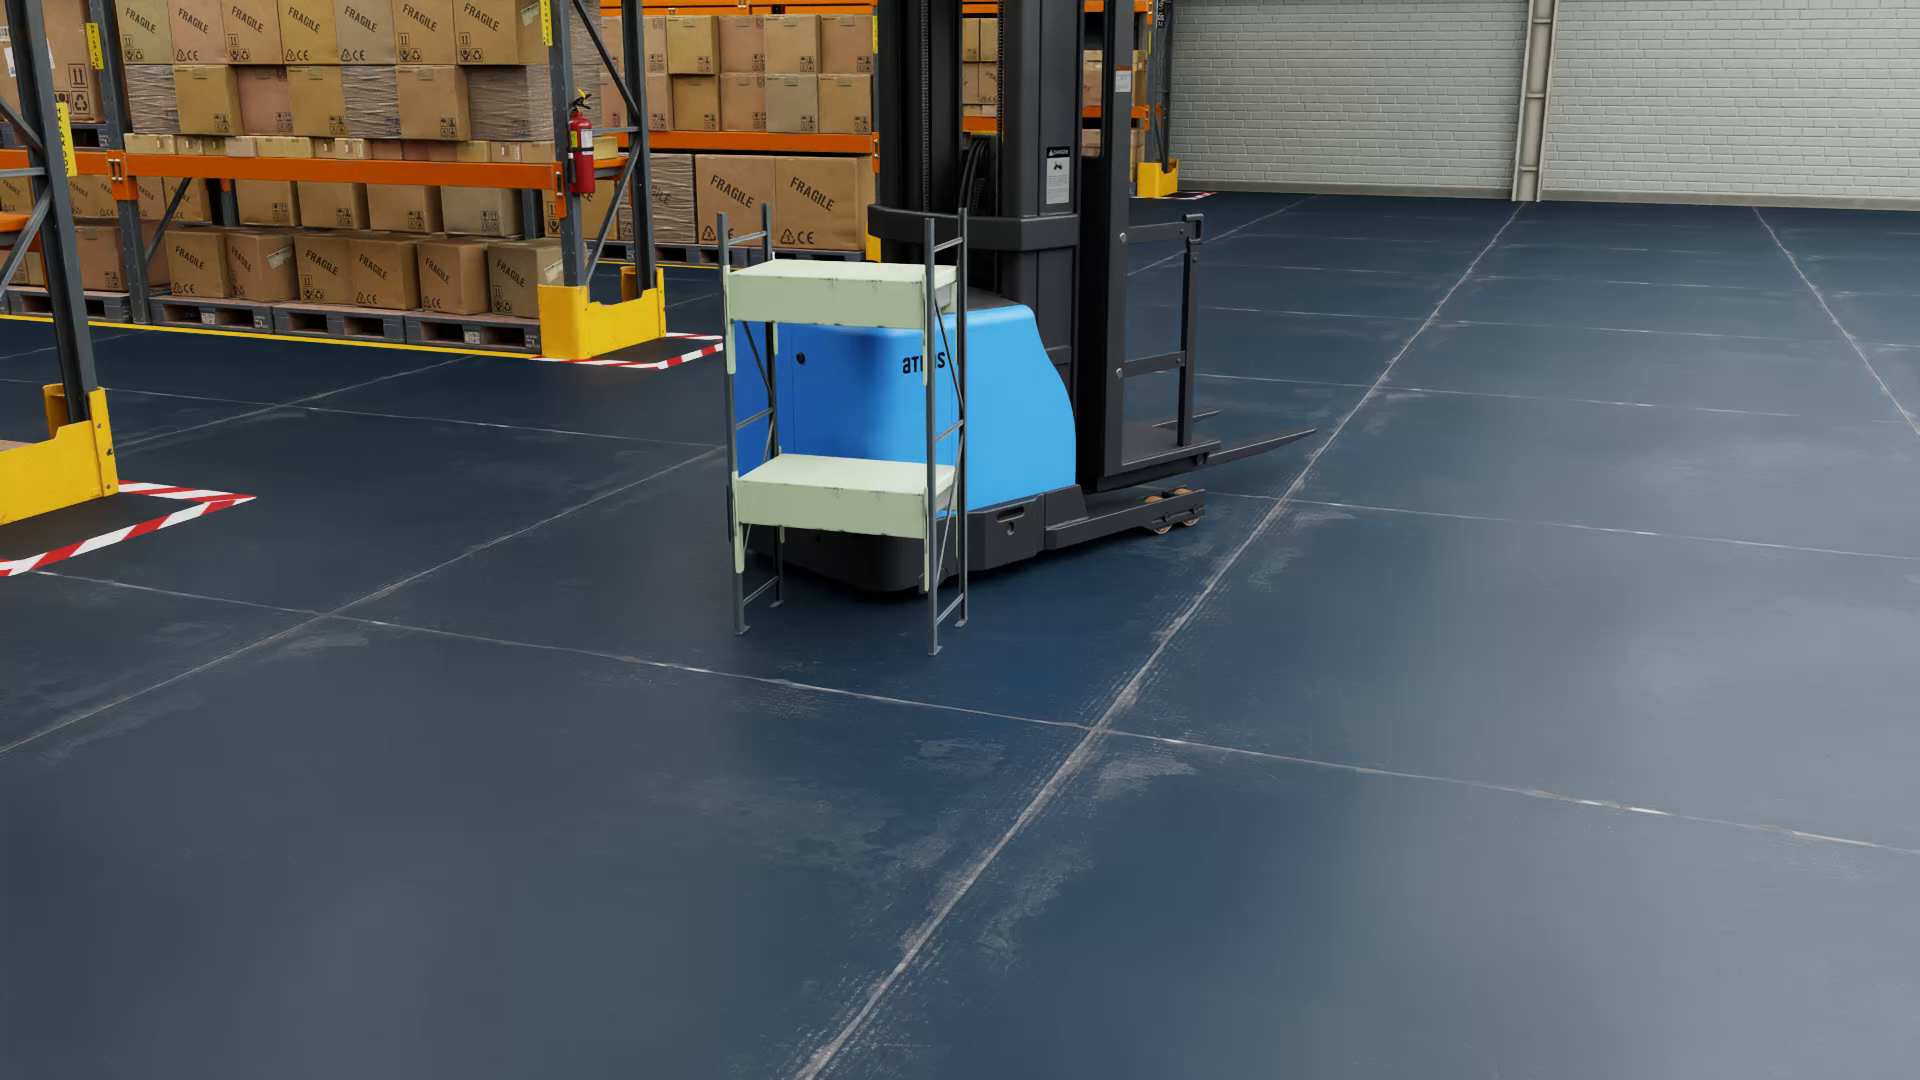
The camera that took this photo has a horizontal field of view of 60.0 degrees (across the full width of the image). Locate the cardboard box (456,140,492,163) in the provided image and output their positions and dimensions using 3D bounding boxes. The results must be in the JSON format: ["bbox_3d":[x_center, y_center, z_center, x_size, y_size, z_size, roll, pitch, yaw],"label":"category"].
[{"bbox_3d":[-3.304,-2.726,11.634,0.250,0.149,0.380,6,17,21],"label":"cardboard box"}]

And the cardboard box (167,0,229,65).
[{"bbox_3d":[-5.410,-3.751,12.207,0.500,0.500,0.500,6,17,21],"label":"cardboard box"}]

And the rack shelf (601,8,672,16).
[{"bbox_3d":[-6.328,-8.809,28.047,4.000,0.370,1.077,6,17,21],"label":"rack shelf"}]

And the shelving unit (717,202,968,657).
[{"bbox_3d":[-0.393,-0.399,5.850,0.755,1.500,0.431,5,17,16],"label":"shelving unit"}]

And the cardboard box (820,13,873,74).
[{"bbox_3d":[-0.897,-4.748,15.942,0.550,0.550,0.875,6,17,21],"label":"cardboard box"}]

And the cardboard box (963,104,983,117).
[{"bbox_3d":[0.223,-5.294,20.481,0.250,0.149,0.380,6,17,20],"label":"cardboard box"}]

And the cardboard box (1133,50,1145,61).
[{"bbox_3d":[2.564,-7.175,24.634,0.250,0.149,0.380,6,17,21],"label":"cardboard box"}]

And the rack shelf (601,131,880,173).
[{"bbox_3d":[-2.426,-3.968,16.753,4.000,0.370,1.077,6,17,21],"label":"rack shelf"}]

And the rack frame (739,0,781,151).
[{"bbox_3d":[-2.565,-5.813,21.815,0.127,3.000,1.000,6,17,21],"label":"rack frame"}]

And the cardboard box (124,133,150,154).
[{"bbox_3d":[-6.111,-3.022,12.653,0.250,0.149,0.380,6,17,21],"label":"cardboard box"}]

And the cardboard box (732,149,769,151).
[{"bbox_3d":[-3.282,-6.439,27.478,0.625,0.625,0.875,7,18,22],"label":"cardboard box"}]

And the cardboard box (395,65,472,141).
[{"bbox_3d":[-3.491,-3.107,11.784,0.500,0.500,0.875,6,17,21],"label":"cardboard box"}]

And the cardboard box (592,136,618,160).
[{"bbox_3d":[-2.657,-2.803,11.901,0.250,0.149,0.380,6,17,21],"label":"cardboard box"}]

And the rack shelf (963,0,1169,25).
[{"bbox_3d":[1.114,-7.991,25.228,4.000,0.370,1.077,6,17,21],"label":"rack shelf"}]

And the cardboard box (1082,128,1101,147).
[{"bbox_3d":[1.954,-6.069,25.085,0.500,0.250,0.500,7,17,22],"label":"cardboard box"}]

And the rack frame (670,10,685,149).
[{"bbox_3d":[-4.468,-7.509,27.660,0.127,3.000,1.000,6,17,21],"label":"rack frame"}]

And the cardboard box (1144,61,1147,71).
[{"bbox_3d":[2.754,-7.153,25.088,0.250,0.149,0.380,6,17,19],"label":"cardboard box"}]

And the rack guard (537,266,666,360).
[{"bbox_3d":[-2.551,-1.640,11.928,0.348,0.500,1.175,6,17,21],"label":"rack guard"}]

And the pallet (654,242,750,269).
[{"bbox_3d":[-2.469,-2.957,16.980,1.213,0.211,1.003,6,17,21],"label":"pallet"}]

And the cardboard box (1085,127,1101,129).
[{"bbox_3d":[2.130,-6.201,25.538,0.500,0.250,0.500,6,17,21],"label":"cardboard box"}]

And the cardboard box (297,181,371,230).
[{"bbox_3d":[-6.660,-3.875,18.422,0.750,0.750,1.050,7,17,21],"label":"cardboard box"}]

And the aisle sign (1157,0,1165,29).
[{"bbox_3d":[2.927,-7.857,24.194,0.004,0.787,0.394,6,17,21],"label":"aisle sign"}]

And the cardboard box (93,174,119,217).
[{"bbox_3d":[-9.696,-4.032,19.413,0.500,0.500,0.500,5,17,18],"label":"cardboard box"}]

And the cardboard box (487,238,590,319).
[{"bbox_3d":[-3.055,-1.903,12.077,0.500,0.500,0.500,10,19,31],"label":"cardboard box"}]

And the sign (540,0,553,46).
[{"bbox_3d":[-2.702,-3.399,10.858,0.005,0.325,0.100,6,17,21],"label":"sign"}]

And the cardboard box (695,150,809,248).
[{"bbox_3d":[-2.040,-3.432,16.674,0.875,0.875,0.875,6,17,20],"label":"cardboard box"}]

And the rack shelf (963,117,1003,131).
[{"bbox_3d":[-0.704,-5.262,21.211,4.000,0.370,1.077,6,17,21],"label":"rack shelf"}]

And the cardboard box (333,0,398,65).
[{"bbox_3d":[-4.014,-3.598,11.680,0.500,0.500,0.500,6,17,21],"label":"cardboard box"}]

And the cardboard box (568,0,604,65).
[{"bbox_3d":[-2.891,-3.631,11.795,0.500,0.500,0.500,6,17,21],"label":"cardboard box"}]

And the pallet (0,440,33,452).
[{"bbox_3d":[-5.139,-0.290,7.792,1.213,0.211,1.003,6,17,21],"label":"pallet"}]

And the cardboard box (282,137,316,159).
[{"bbox_3d":[-4.711,-2.872,12.136,0.250,0.149,0.380,6,17,21],"label":"cardboard box"}]

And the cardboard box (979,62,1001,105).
[{"bbox_3d":[0.550,-5.578,20.295,0.500,0.500,0.500,6,17,20],"label":"cardboard box"}]

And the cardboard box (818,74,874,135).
[{"bbox_3d":[-0.928,-4.207,16.017,0.550,0.550,0.875,6,17,21],"label":"cardboard box"}]

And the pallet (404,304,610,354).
[{"bbox_3d":[-3.293,-1.594,12.286,1.213,0.211,1.003,6,17,21],"label":"pallet"}]

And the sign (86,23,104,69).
[{"bbox_3d":[-6.401,-3.654,12.303,0.005,0.325,0.100,6,17,21],"label":"sign"}]

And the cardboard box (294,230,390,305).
[{"bbox_3d":[-4.701,-2.093,12.732,0.500,0.500,0.500,5,17,16],"label":"cardboard box"}]

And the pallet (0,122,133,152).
[{"bbox_3d":[-6.858,-3.266,13.388,1.213,0.211,1.003,6,17,21],"label":"pallet"}]

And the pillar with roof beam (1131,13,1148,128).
[{"bbox_3d":[1.078,-8.761,21.210,0.400,9.000,9.100,6,17,21],"label":"pillar with roof beam"}]

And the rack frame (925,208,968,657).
[{"bbox_3d":[-0.043,-0.369,5.746,0.023,1.500,0.400,5,17,16],"label":"rack frame"}]

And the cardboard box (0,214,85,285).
[{"bbox_3d":[-7.722,-2.432,13.866,0.500,0.500,0.700,5,17,16],"label":"cardboard box"}]

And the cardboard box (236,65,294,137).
[{"bbox_3d":[-4.851,-3.286,12.399,0.500,0.500,0.875,6,17,21],"label":"cardboard box"}]

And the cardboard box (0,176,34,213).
[{"bbox_3d":[-11.139,-4.194,19.969,0.500,0.500,0.500,7,18,23],"label":"cardboard box"}]

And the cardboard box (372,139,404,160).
[{"bbox_3d":[-3.990,-2.812,11.929,0.250,0.149,0.380,6,17,21],"label":"cardboard box"}]

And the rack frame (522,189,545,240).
[{"bbox_3d":[-4.287,-4.518,17.357,0.127,3.000,1.000,6,17,21],"label":"rack frame"}]

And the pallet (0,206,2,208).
[{"bbox_3d":[-12.367,-4.057,20.770,1.213,0.211,1.003,6,17,21],"label":"pallet"}]

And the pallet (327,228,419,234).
[{"bbox_3d":[-6.171,-3.363,18.379,1.213,0.211,1.003,6,17,21],"label":"pallet"}]

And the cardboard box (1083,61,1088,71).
[{"bbox_3d":[1.855,-7.103,24.916,0.250,0.149,0.380,6,17,20],"label":"cardboard box"}]

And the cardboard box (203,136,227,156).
[{"bbox_3d":[-5.405,-2.951,12.410,0.250,0.149,0.380,6,17,21],"label":"cardboard box"}]

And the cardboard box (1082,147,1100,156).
[{"bbox_3d":[1.944,-5.835,25.175,0.500,0.250,0.500,6,17,20],"label":"cardboard box"}]

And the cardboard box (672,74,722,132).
[{"bbox_3d":[-2.430,-4.391,16.651,0.500,0.550,0.875,6,17,21],"label":"cardboard box"}]

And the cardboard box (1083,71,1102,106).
[{"bbox_3d":[1.941,-6.777,24.957,0.500,0.500,0.500,7,18,22],"label":"cardboard box"}]

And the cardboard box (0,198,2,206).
[{"bbox_3d":[-11.950,-4.290,20.931,0.250,0.149,0.380,5,17,18],"label":"cardboard box"}]

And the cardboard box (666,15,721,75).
[{"bbox_3d":[-2.454,-4.893,16.442,0.500,0.550,0.875,6,17,21],"label":"cardboard box"}]

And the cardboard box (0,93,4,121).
[{"bbox_3d":[-7.847,-3.647,13.417,0.637,0.503,0.797,8,18,26],"label":"cardboard box"}]

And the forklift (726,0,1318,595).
[{"bbox_3d":[0.455,-1.527,7.175,3.031,2.935,1.130,-15,22,-41],"label":"forklift"}]
